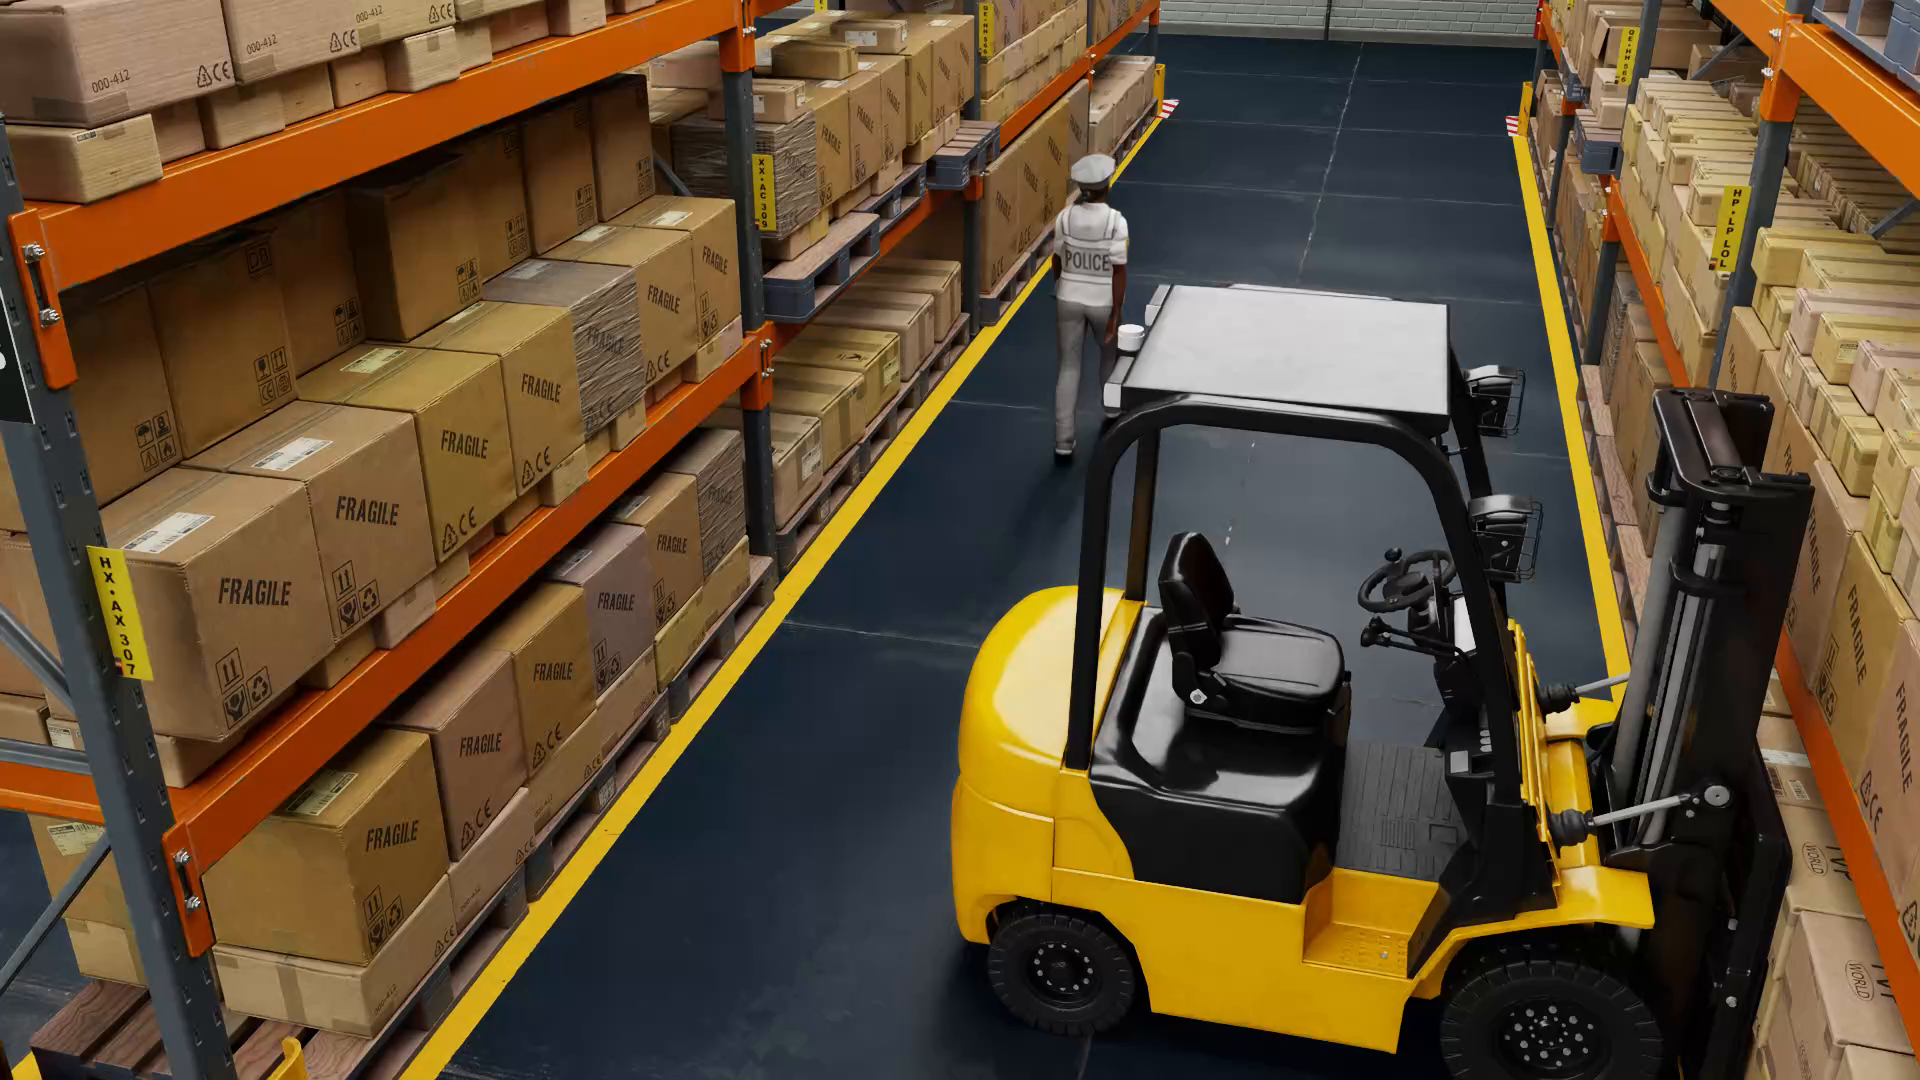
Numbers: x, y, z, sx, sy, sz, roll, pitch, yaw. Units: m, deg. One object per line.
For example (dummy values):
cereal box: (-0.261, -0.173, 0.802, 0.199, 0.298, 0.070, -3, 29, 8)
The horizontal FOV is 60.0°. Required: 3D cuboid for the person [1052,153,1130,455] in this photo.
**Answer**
person: (0.740, -1.384, 9.452, 0.456, 1.632, 0.976, 6, 26, 12)
